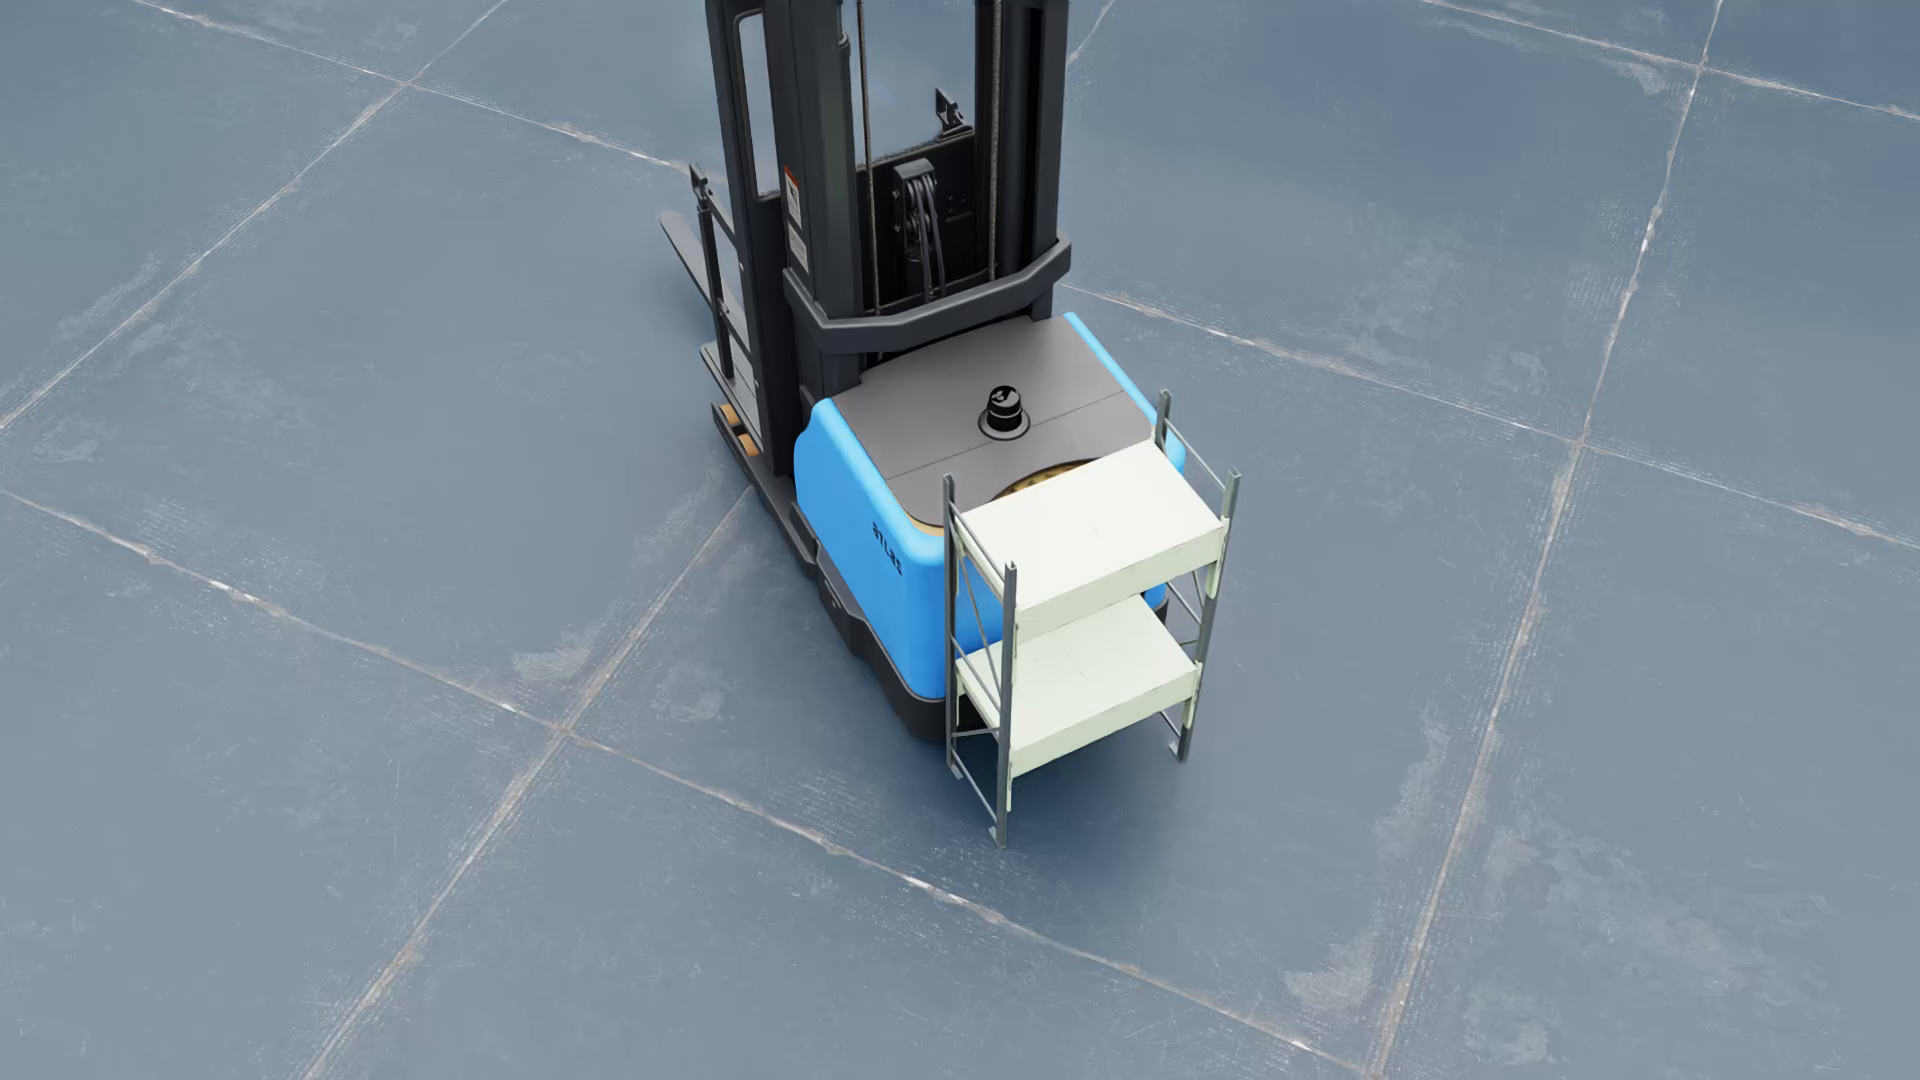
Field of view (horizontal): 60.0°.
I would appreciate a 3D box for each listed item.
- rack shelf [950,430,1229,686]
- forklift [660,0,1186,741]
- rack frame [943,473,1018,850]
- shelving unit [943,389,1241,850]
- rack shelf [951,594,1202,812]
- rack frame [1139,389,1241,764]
[{"bbox_3d":[0.378,0.048,5.027,0.720,0.370,0.431,-22,53,-18],"label":"rack shelf"},{"bbox_3d":[-0.367,-1.374,5.810,1.130,2.935,3.031,-21,53,-17],"label":"forklift"},{"bbox_3d":[0.054,0.431,5.213,0.023,1.500,0.400,-22,53,-18],"label":"rack frame"},{"bbox_3d":[0.378,0.301,5.324,0.755,1.500,0.431,-22,53,-18],"label":"shelving unit"},{"bbox_3d":[0.378,0.512,5.573,0.720,0.370,0.431,-22,53,-18],"label":"rack shelf"},{"bbox_3d":[0.701,0.170,5.435,0.023,1.500,0.400,-22,53,-18],"label":"rack frame"}]
